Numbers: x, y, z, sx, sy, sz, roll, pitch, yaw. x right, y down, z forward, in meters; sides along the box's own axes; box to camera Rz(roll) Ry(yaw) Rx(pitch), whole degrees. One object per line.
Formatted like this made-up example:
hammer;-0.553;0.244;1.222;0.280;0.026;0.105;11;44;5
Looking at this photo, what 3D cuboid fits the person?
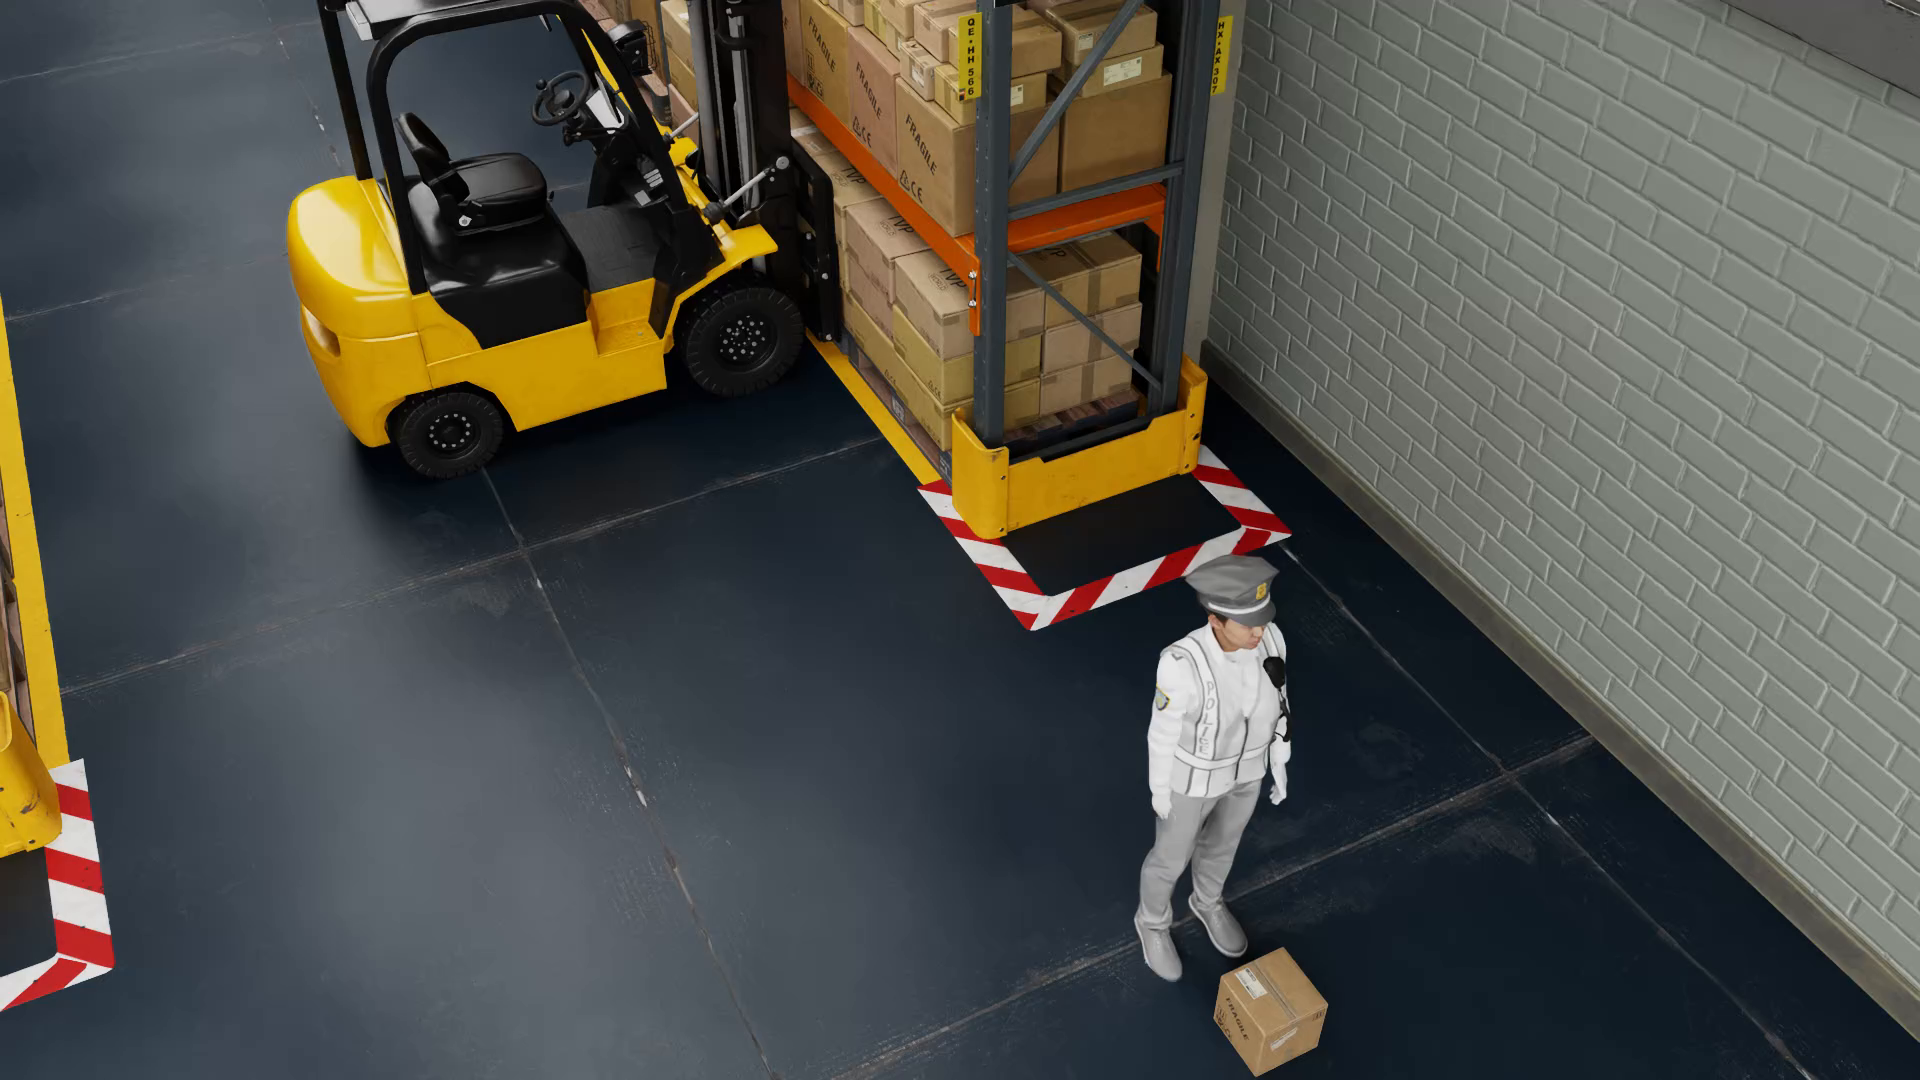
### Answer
person;0.822;0.744;5.312;0.483;1.724;0.366;-18;45;-20
